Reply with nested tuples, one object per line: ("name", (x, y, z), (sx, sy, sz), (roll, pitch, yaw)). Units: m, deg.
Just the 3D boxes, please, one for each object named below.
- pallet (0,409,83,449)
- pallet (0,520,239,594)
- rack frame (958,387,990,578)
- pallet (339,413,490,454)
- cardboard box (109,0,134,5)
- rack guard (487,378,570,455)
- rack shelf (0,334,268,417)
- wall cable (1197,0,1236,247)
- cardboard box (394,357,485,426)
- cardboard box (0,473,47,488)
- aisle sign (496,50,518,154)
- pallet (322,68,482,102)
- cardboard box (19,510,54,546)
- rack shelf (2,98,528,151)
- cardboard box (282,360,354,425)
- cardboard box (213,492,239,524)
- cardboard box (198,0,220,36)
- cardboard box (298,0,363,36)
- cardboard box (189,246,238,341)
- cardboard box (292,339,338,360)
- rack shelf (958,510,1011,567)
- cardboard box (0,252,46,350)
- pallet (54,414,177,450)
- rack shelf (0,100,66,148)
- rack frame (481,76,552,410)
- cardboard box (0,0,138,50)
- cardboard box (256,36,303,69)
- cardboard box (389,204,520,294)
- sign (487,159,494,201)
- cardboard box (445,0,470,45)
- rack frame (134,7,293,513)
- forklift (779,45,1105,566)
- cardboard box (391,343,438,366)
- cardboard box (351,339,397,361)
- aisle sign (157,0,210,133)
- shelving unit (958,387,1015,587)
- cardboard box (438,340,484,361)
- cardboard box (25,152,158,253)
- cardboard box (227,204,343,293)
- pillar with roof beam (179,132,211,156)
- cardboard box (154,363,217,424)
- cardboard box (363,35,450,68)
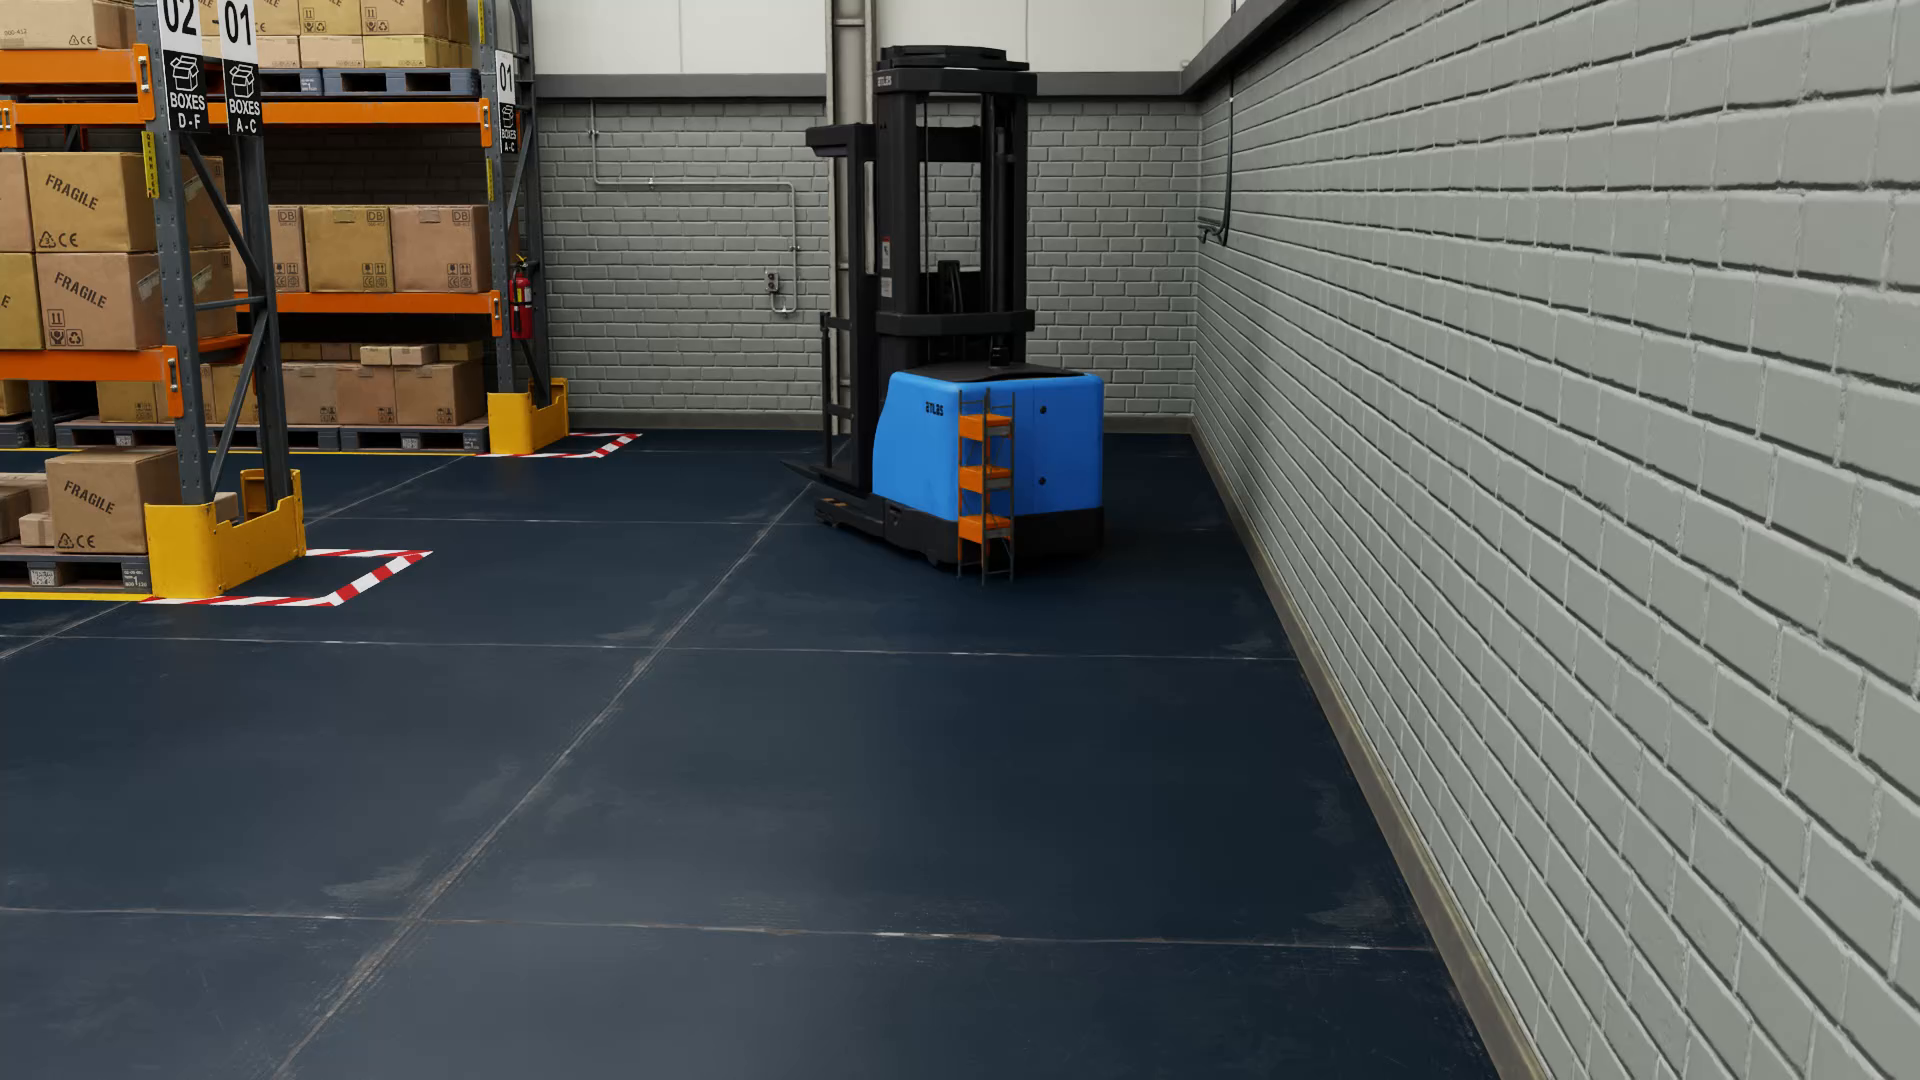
("pallet", (-8.446, -0.973, 14.403), (1.213, 0.211, 1.003), (1, 12, 4))
("pallet", (-4.878, 0.077, 9.383), (1.213, 0.211, 1.003), (1, 12, 4))
("rack frame", (0.078, -0.313, 9.180), (0.200, 1.050, 0.008), (-8, 15, -32))
("pallet", (-4.483, -0.918, 14.141), (1.213, 0.211, 1.003), (1, 12, 4))
("cardboard box", (-4.536, -2.870, 8.483), (0.500, 0.250, 0.500), (1, 12, 4))
("rack guard", (-3.656, -1.064, 14.134), (0.348, 0.500, 1.175), (1, 12, 4))
("rack shelf", (-6.002, -0.951, 9.246), (4.000, 0.370, 1.077), (1, 12, 4))
("wall cable", (1.940, -3.554, 12.864), (0.112, 2.526, 3.097), (1, 12, 4))
("cardboard box", (-4.385, -1.259, 14.041), (0.500, 0.500, 0.700), (1, 12, 4))
("cardboard box", (-5.528, -0.224, 9.656), (0.500, 0.250, 0.500), (1, 12, 4))
("aisle sign", (-3.628, -3.498, 13.316), (0.004, 0.787, 0.394), (1, 12, 4))
("pallet", (-4.420, -3.721, 13.620), (1.213, 0.211, 1.003), (1, 12, 4))
("cardboard box", (-4.964, -0.085, 9.196), (0.250, 0.166, 0.380), (1, 12, 4))
("rack shelf", (-5.675, -3.431, 13.777), (4.000, 0.370, 1.077), (1, 12, 4))
("cardboard box", (-5.386, -1.273, 14.105), (0.500, 0.500, 0.700), (0, 12, 2))
("cardboard box", (-4.402, -0.172, 9.651), (0.250, 0.149, 0.380), (1, 12, 4))
("cardboard box", (-5.971, -4.281, 13.344), (0.500, 0.500, 0.500), (1, 12, 4))
("cardboard box", (-4.927, -4.268, 13.283), (0.500, 0.500, 0.500), (1, 12, 5))
("cardboard box", (-4.432, -1.385, 9.318), (0.500, 0.500, 0.500), (1, 12, 5))
("cardboard box", (-5.512, -1.633, 14.242), (0.250, 0.149, 0.380), (1, 12, 4))
("rack shelf", (0.142, -0.009, 9.143), (0.215, 0.259, 0.240), (-8, 15, -32))
("cardboard box", (-4.990, -1.282, 8.825), (0.500, 0.500, 0.500), (1, 12, 4))
("pallet", (-6.917, -0.951, 14.300), (1.213, 0.211, 1.003), (1, 12, 4))
("rack shelf", (-9.666, -3.486, 14.038), (4.000, 0.370, 1.077), (1, 12, 4))
("rack frame", (-3.680, -2.288, 13.879), (0.127, 3.000, 1.000), (1, 12, 4))
("cardboard box", (-4.537, -2.624, 8.526), (0.500, 0.250, 0.500), (1, 12, 4))
("cardboard box", (-5.467, -3.906, 13.385), (0.500, 0.250, 0.500), (0, 12, 2))
("cardboard box", (-4.189, -2.440, 13.872), (0.700, 0.700, 0.980), (1, 12, 6))
("sign", (-3.730, -2.860, 13.208), (0.005, 0.325, 0.100), (1, 12, 4))
("cardboard box", (-4.392, -4.364, 13.741), (0.500, 0.500, 0.500), (0, 12, 2))
("rack frame", (-4.007, -1.276, 9.041), (0.127, 3.000, 1.000), (1, 12, 4))
("forklift", (-0.292, -1.547, 10.506), (1.130, 2.935, 3.031), (-6, 13, -27))
("cardboard box", (-4.525, -1.541, 13.805), (0.250, 0.149, 0.380), (1, 12, 3))
("cardboard box", (-5.002, -1.626, 14.210), (0.250, 0.149, 0.380), (1, 12, 4))
("aisle sign", (-3.959, -2.485, 8.472), (0.004, 0.787, 0.394), (1, 12, 4))
("shelving unit", (0.143, -0.290, 9.080), (0.215, 1.050, 0.252), (-8, 15, -32))
("cardboard box", (-4.247, -1.616, 14.161), (0.250, 0.149, 0.380), (1, 12, 4))
("cardboard box", (-4.469, -1.764, 8.689), (0.500, 0.500, 0.500), (1, 12, 3))
("cardboard box", (-5.676, -2.460, 13.968), (0.700, 0.700, 0.980), (0, 12, 1))
("pillar with roof beam", (-7.202, -4.567, 10.121), (0.400, 9.000, 9.100), (1, 12, 4))
("cardboard box", (-6.430, -1.286, 14.169), (0.500, 0.500, 0.700), (1, 12, 3))
("cardboard box", (-4.428, -3.893, 13.323), (0.500, 0.250, 0.500), (1, 12, 5))
